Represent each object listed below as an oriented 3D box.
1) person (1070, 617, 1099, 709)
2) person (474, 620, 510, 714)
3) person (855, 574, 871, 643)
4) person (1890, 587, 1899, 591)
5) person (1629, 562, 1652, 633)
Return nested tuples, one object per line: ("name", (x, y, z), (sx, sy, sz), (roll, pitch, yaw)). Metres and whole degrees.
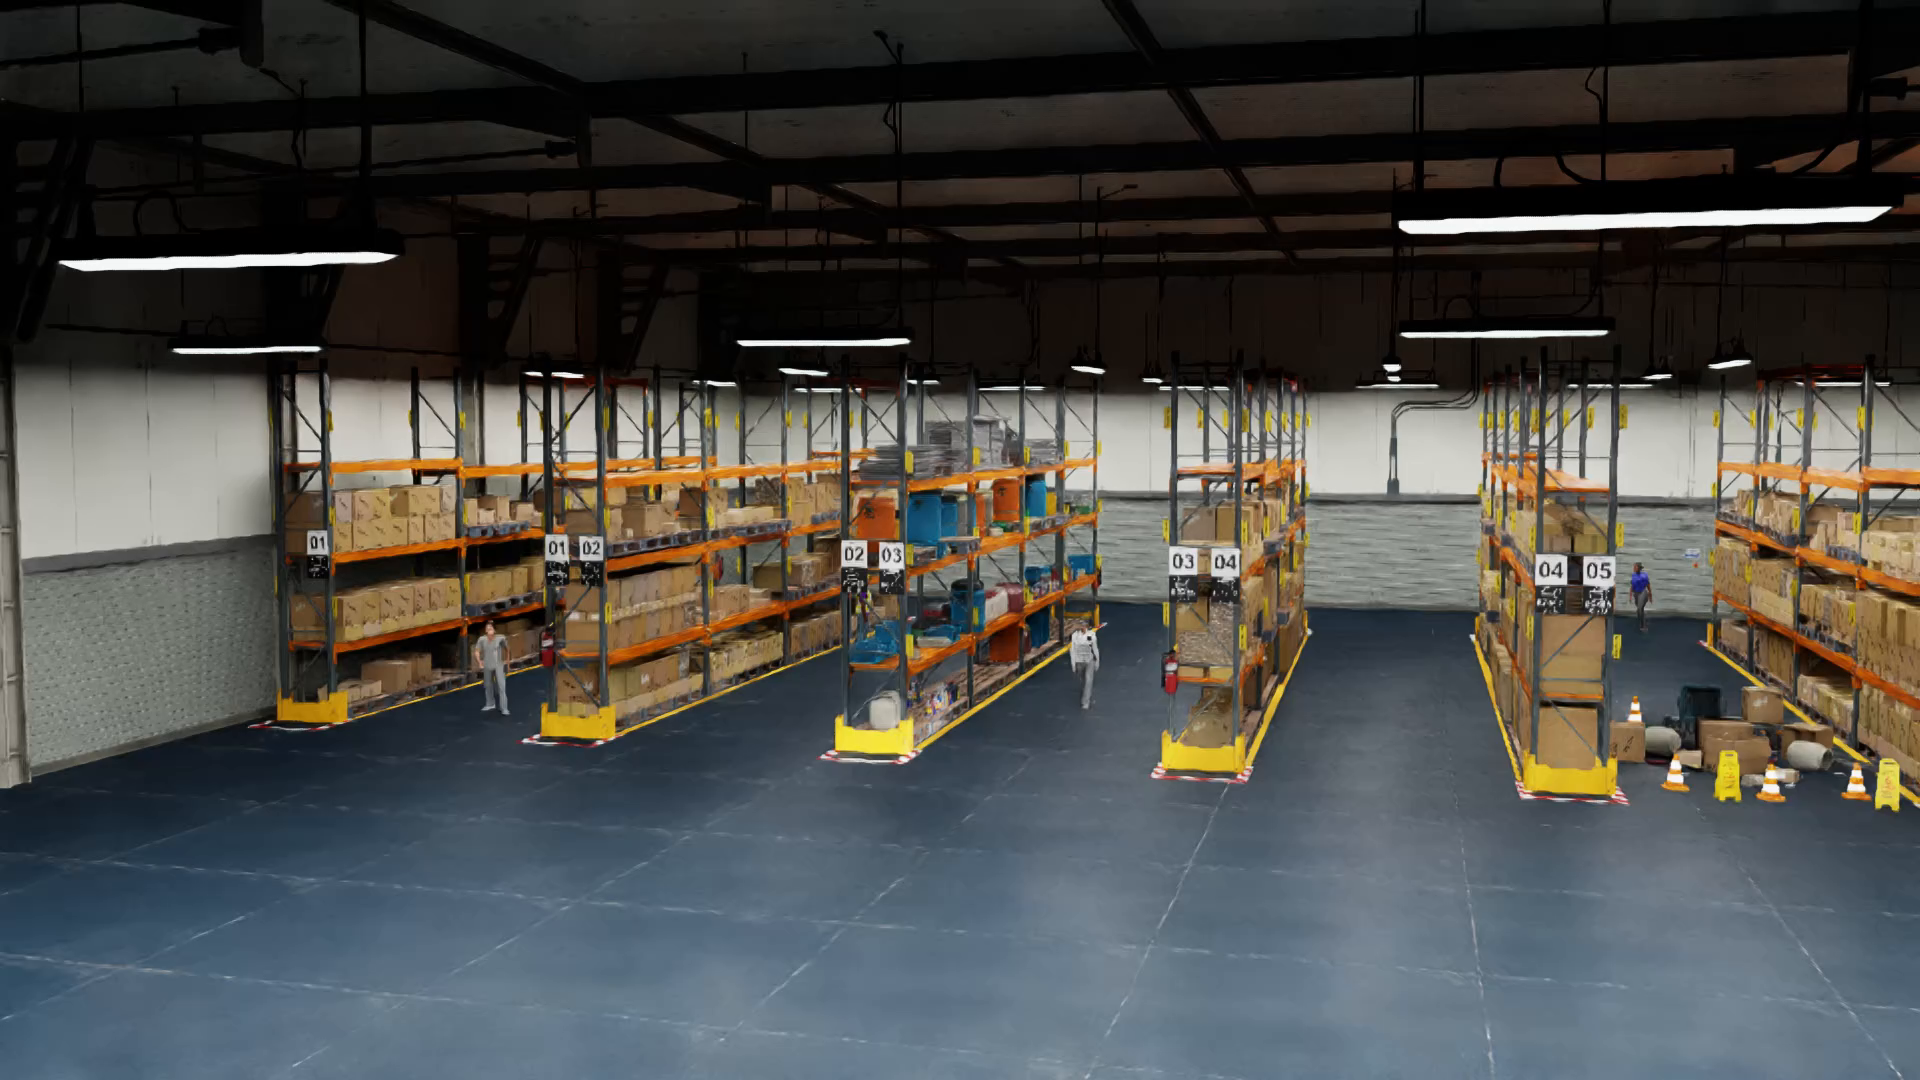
("person", (2.155, 2.107, 28.951), (0.495, 1.589, 1.086), (1, 4, 17))
("person", (-7.934, 2.153, 28.358), (0.613, 1.607, 0.808), (0, 4, -3))
("person", (-2.011, 1.558, 35.418), (0.464, 1.763, 0.645), (0, 4, -5))
("person", (22.321, 1.273, 39.389), (0.531, 1.771, 0.724), (-2, 4, -21))
("person", (16.191, 1.379, 39.470), (0.475, 1.604, 0.569), (-2, 4, -20))
